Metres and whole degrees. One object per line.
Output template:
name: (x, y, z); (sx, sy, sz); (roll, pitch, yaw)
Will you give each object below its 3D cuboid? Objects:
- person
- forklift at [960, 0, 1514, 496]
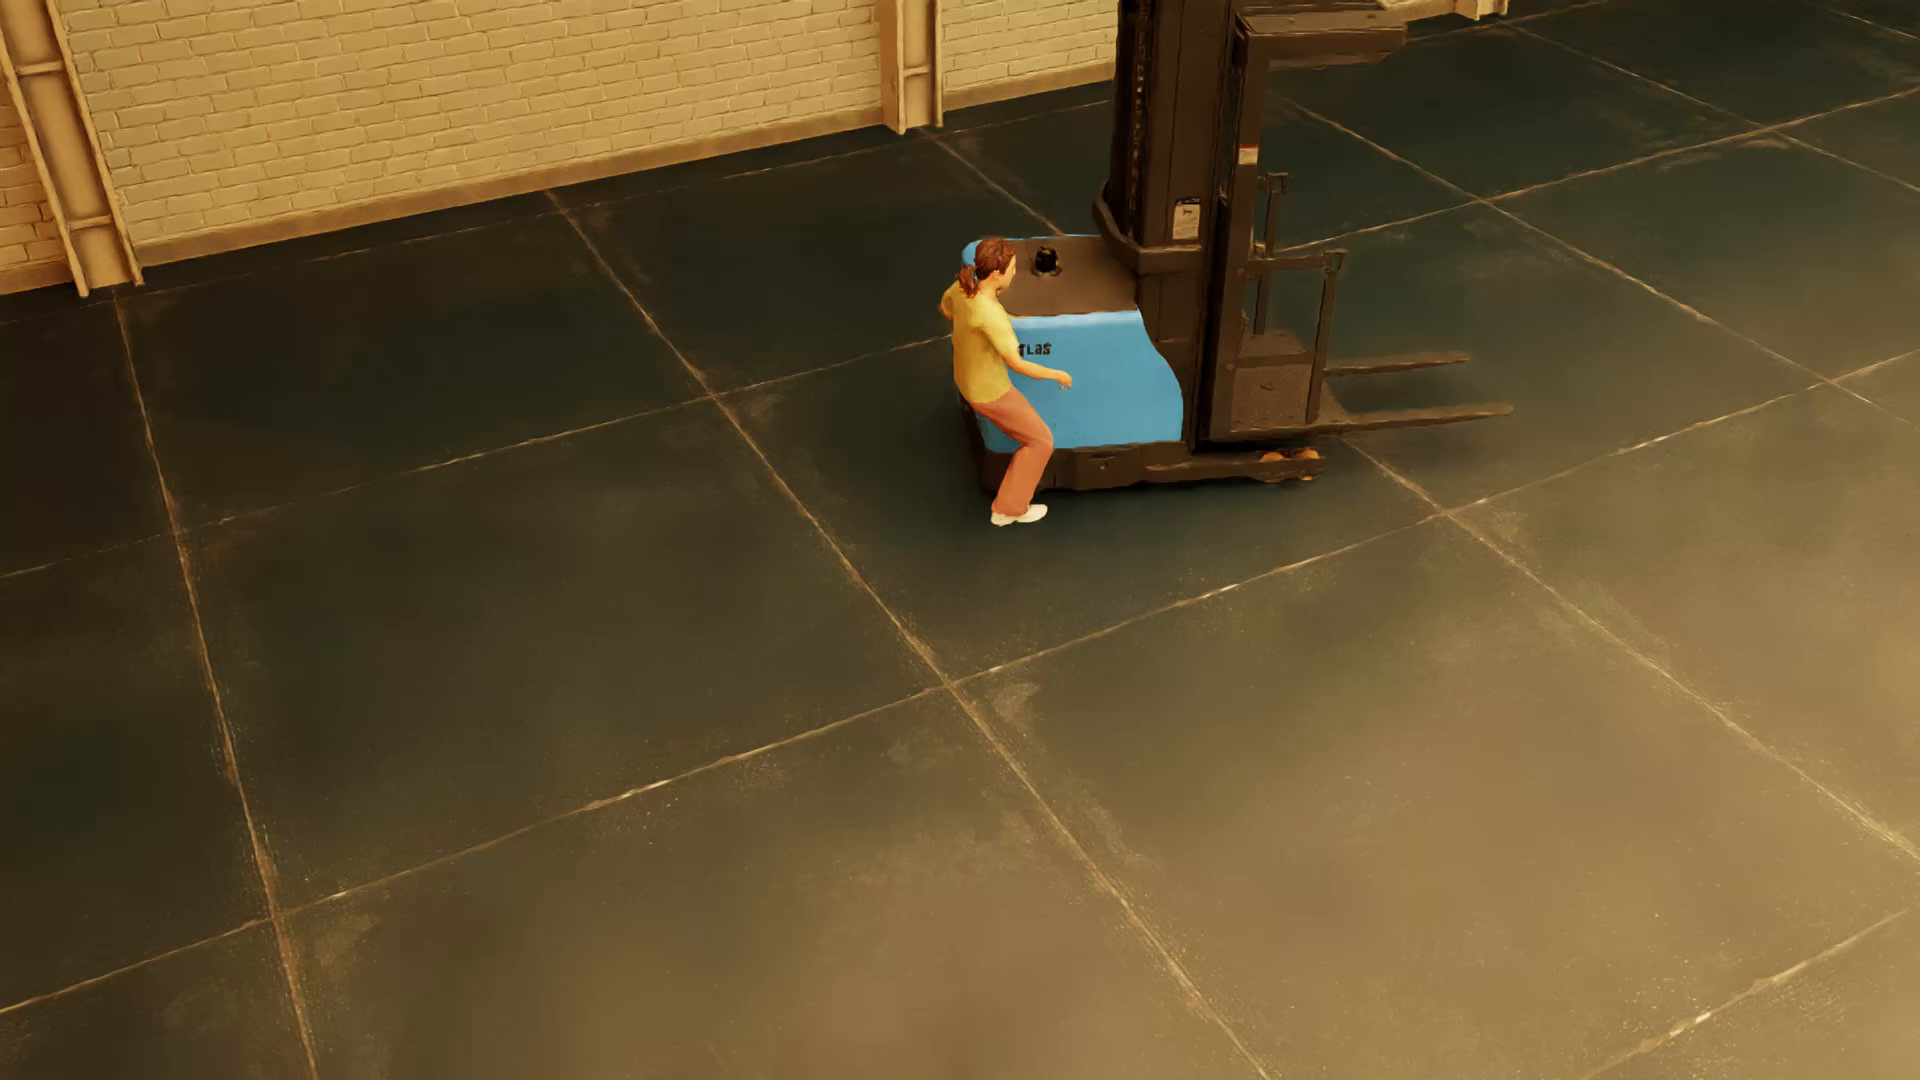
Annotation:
person: (0.227, -0.879, 8.564); (0.593, 1.548, 0.761); (-14, 38, -19)
forklift: (1.557, -1.808, 8.681); (3.031, 2.935, 1.130); (-5, 36, -7)
